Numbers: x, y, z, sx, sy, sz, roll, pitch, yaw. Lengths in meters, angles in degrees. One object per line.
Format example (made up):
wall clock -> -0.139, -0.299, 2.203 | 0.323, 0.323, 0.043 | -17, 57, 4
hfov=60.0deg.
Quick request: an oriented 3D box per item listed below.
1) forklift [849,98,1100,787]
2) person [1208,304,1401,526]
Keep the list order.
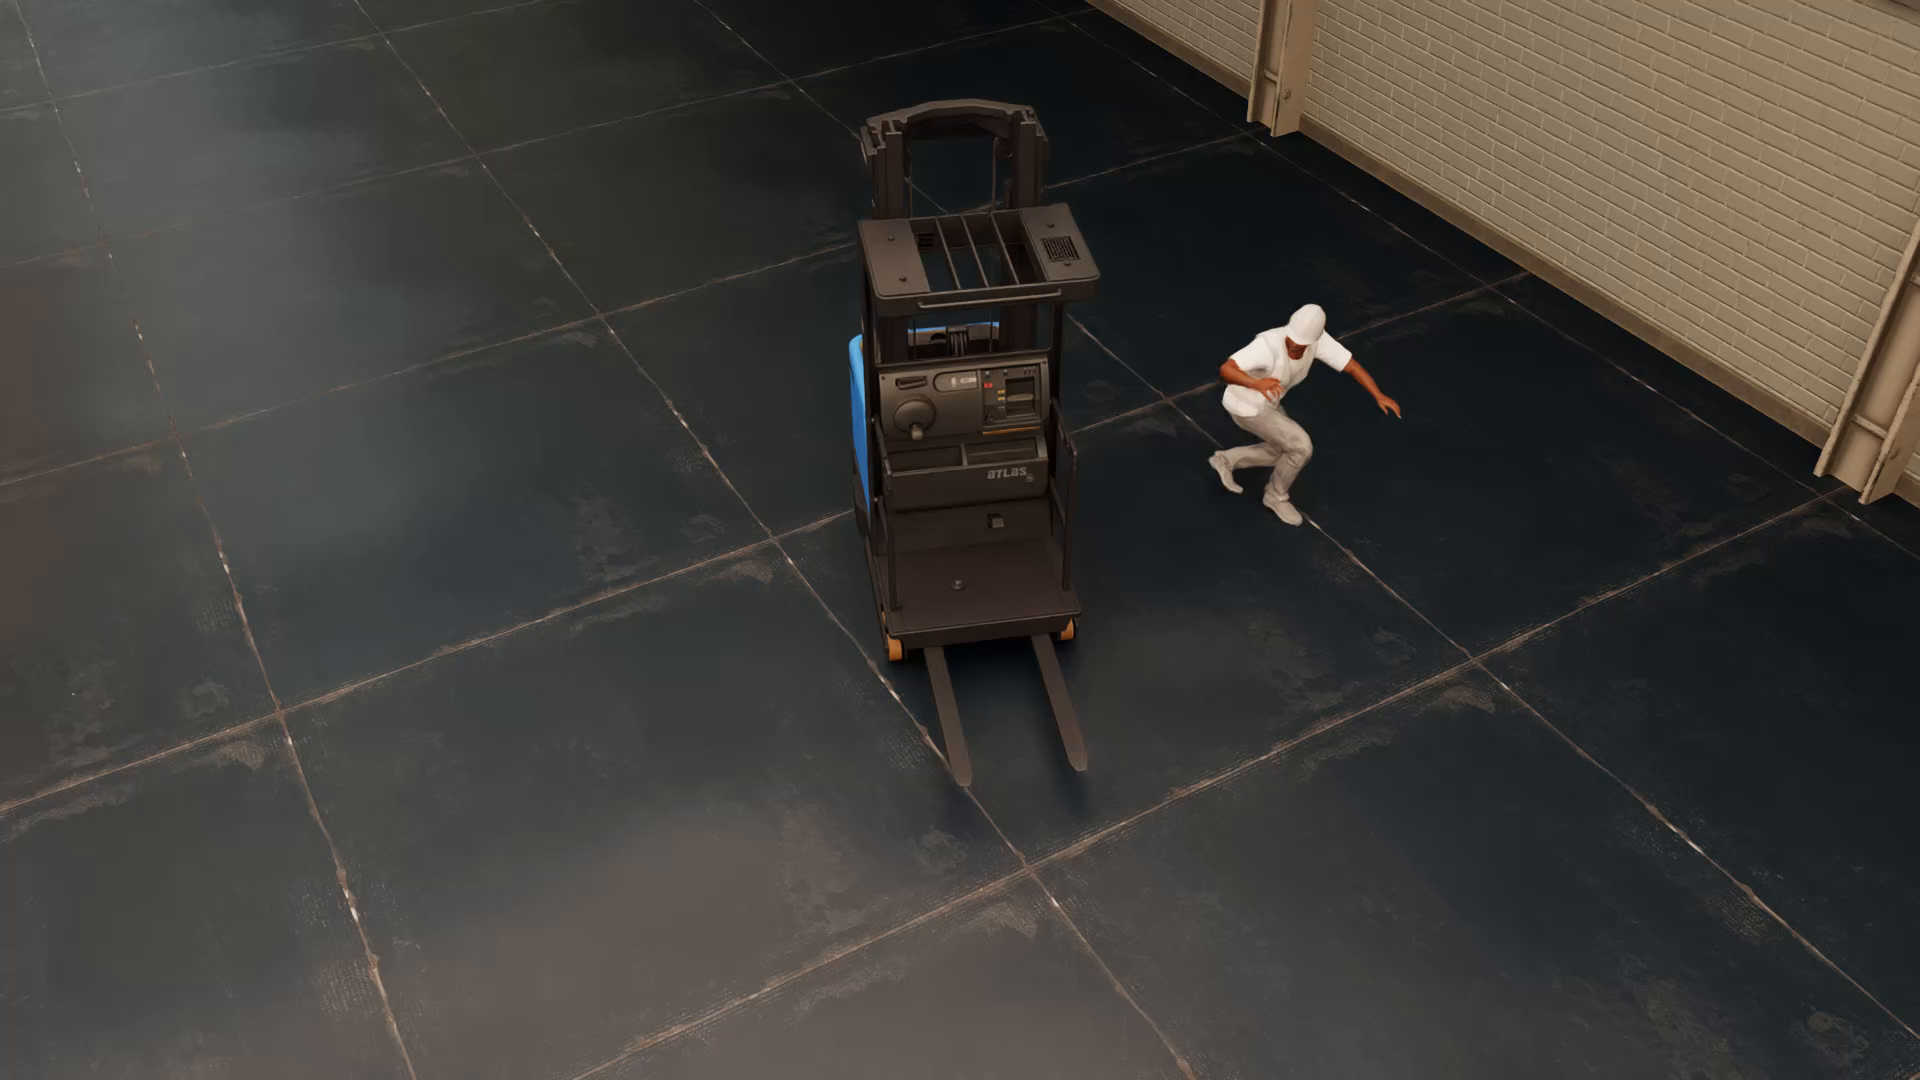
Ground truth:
forklift -> 0.066, -0.688, 8.866 | 1.130, 2.935, 3.031 | -6, 40, -8
person -> 2.044, -0.727, 10.058 | 1.103, 1.480, 0.850 | 22, 44, 24
